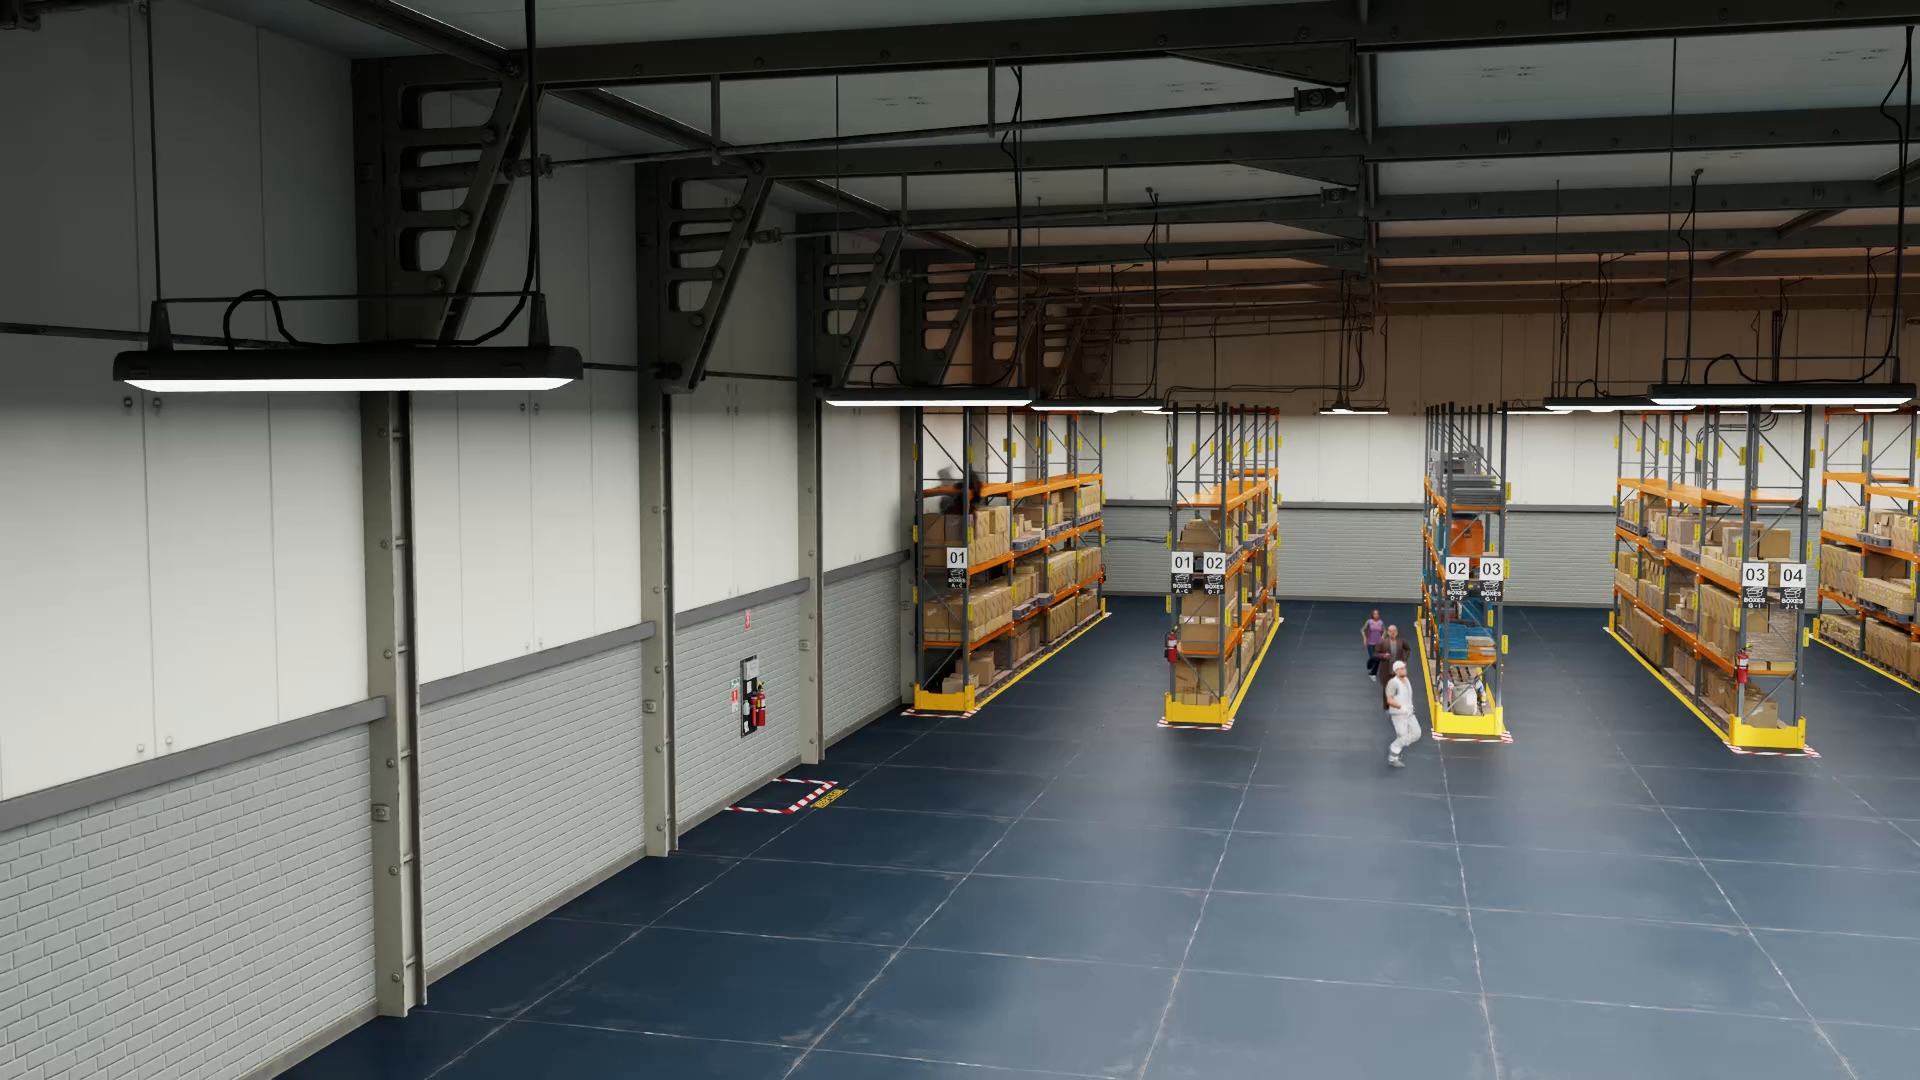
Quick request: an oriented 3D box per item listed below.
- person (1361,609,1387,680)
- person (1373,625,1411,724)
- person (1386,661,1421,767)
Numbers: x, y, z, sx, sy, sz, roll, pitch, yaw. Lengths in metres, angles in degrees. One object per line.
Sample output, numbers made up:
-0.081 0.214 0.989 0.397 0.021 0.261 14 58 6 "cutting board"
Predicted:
8.987 2.280 36.020 0.522 1.559 0.549 0 4 0 "person"
8.140 2.553 31.351 0.699 1.762 0.809 1 4 12 "person"
7.257 2.841 27.206 0.669 1.742 0.518 -4 6 -45 "person"
